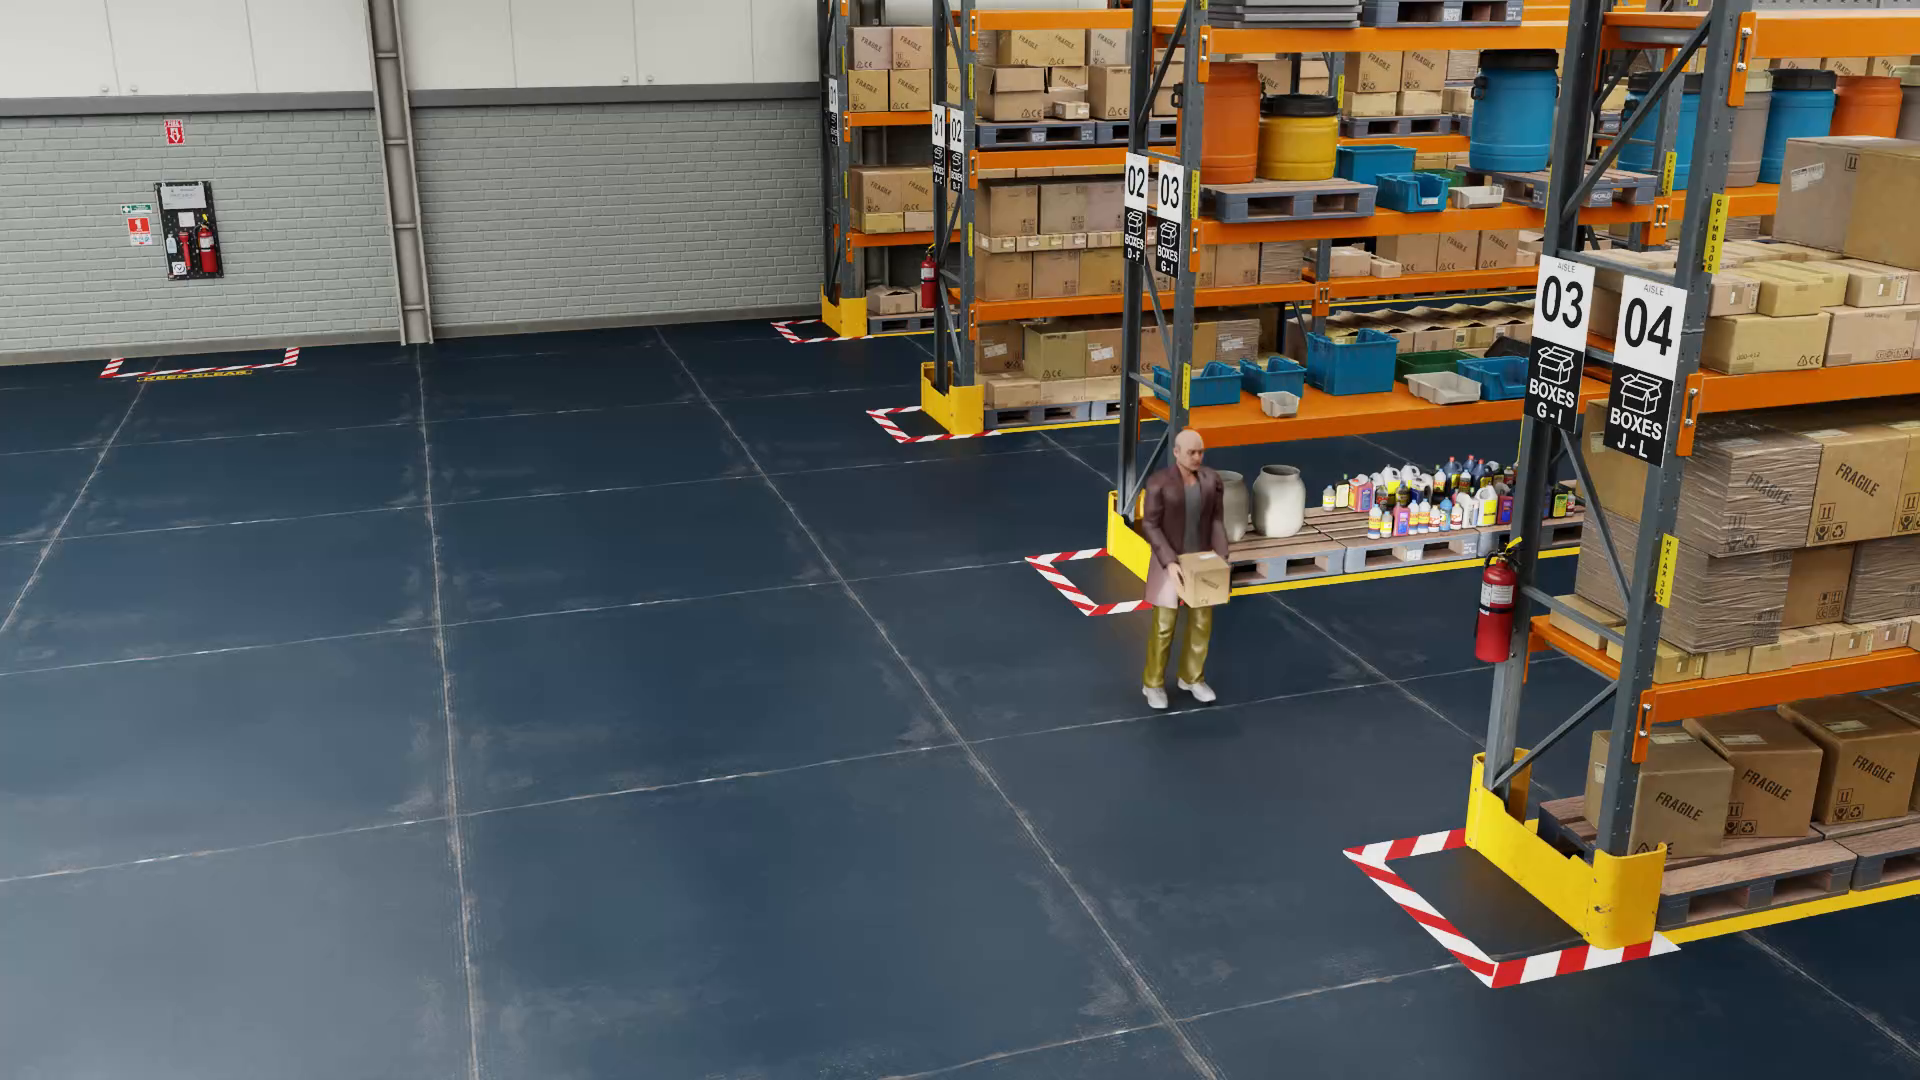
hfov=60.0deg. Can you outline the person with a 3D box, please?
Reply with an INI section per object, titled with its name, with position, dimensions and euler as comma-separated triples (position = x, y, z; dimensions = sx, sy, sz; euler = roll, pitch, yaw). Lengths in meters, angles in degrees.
[person]
position = 1.438, 0.183, 10.542
dimensions = 0.572, 1.782, 0.479
euler = -6, 20, -18
